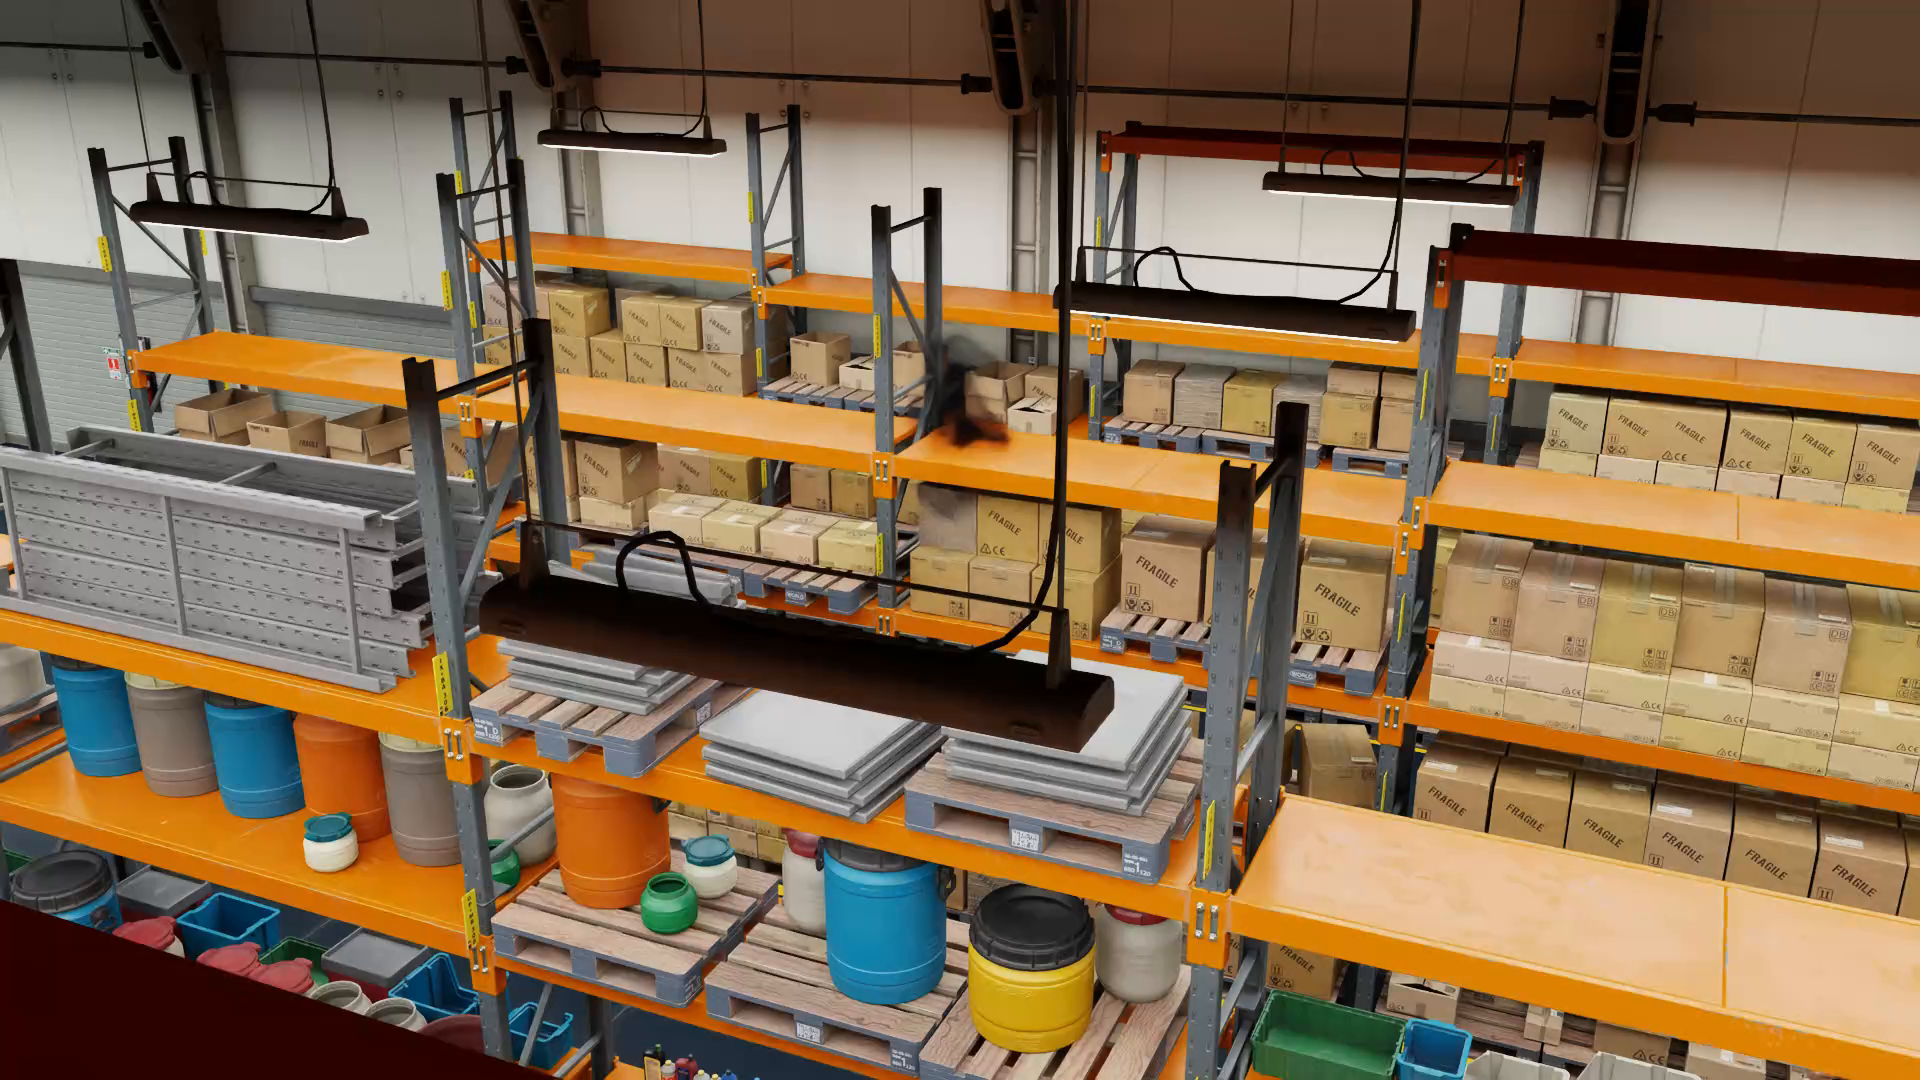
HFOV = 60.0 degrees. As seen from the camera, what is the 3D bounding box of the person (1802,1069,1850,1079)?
[{"bbox_3d":[5.191,3.813,10.115,0.720,1.737,0.581,8,22,21],"label":"person"}]
